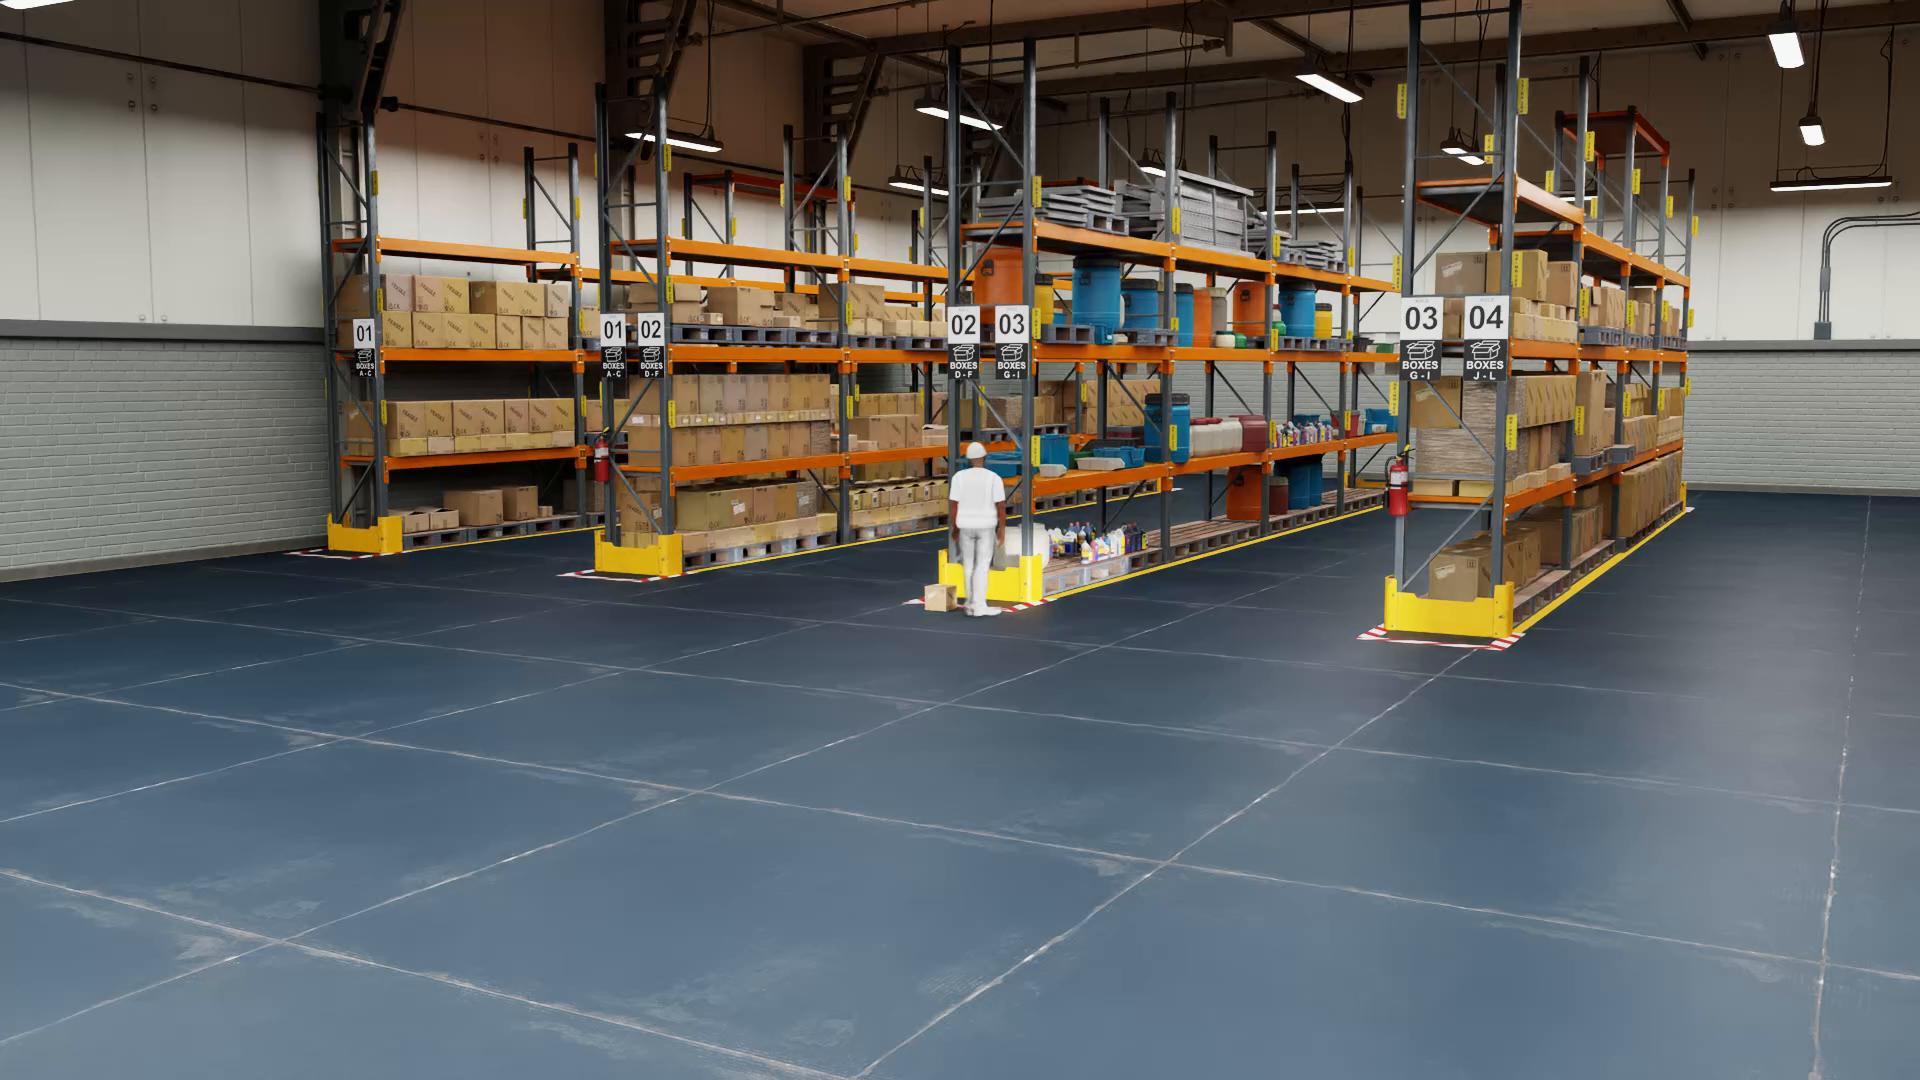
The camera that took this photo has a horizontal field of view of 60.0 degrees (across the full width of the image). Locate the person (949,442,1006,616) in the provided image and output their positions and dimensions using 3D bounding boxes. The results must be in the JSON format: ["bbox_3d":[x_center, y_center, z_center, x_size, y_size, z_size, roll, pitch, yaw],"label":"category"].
[{"bbox_3d":[0.189,-0.117,16.957,0.585,1.769,0.404,1,6,13],"label":"person"}]
